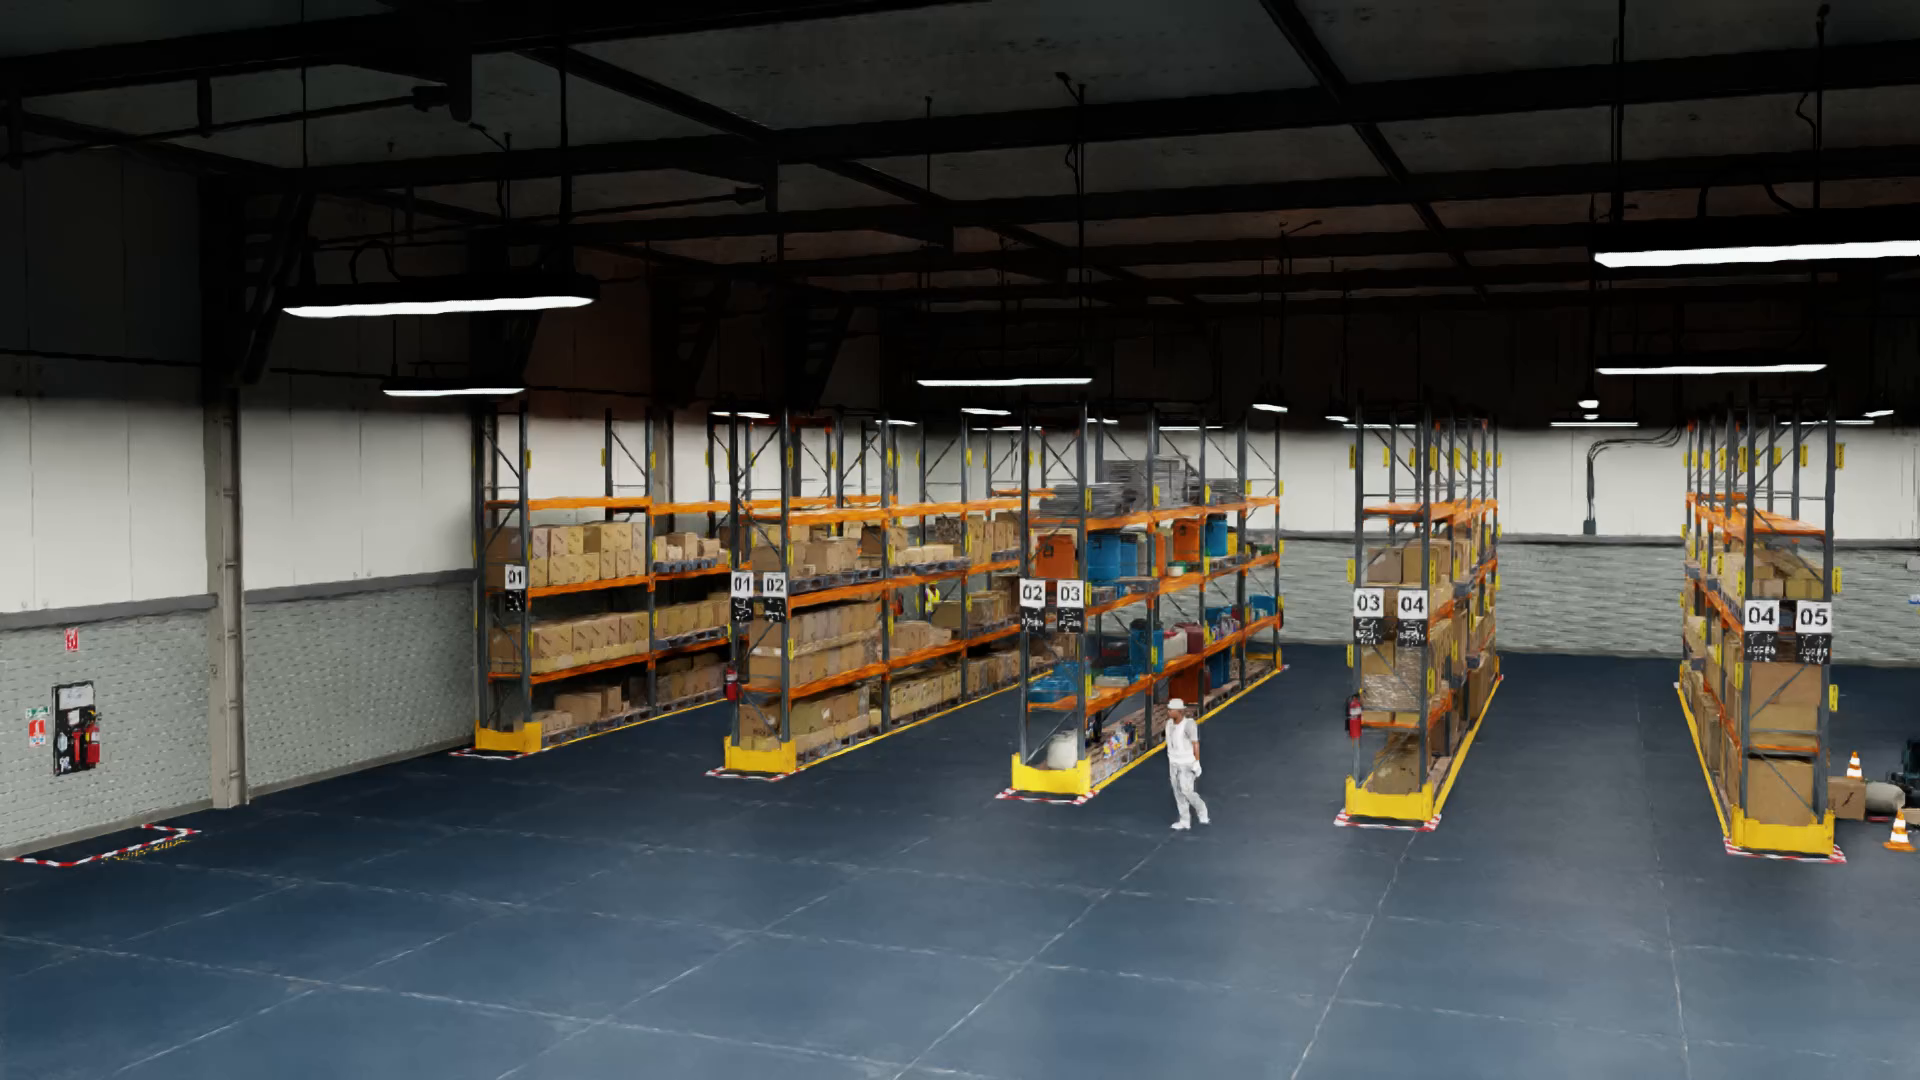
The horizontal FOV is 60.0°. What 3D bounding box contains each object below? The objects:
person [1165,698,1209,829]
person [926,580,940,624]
[{"bbox_3d":[3.064,3.020,22.552,0.571,1.777,0.602,-2,3,-33],"label":"person"},{"bbox_3d":[-0.710,1.915,45.152,0.744,1.755,0.567,-2,3,-30],"label":"person"}]
